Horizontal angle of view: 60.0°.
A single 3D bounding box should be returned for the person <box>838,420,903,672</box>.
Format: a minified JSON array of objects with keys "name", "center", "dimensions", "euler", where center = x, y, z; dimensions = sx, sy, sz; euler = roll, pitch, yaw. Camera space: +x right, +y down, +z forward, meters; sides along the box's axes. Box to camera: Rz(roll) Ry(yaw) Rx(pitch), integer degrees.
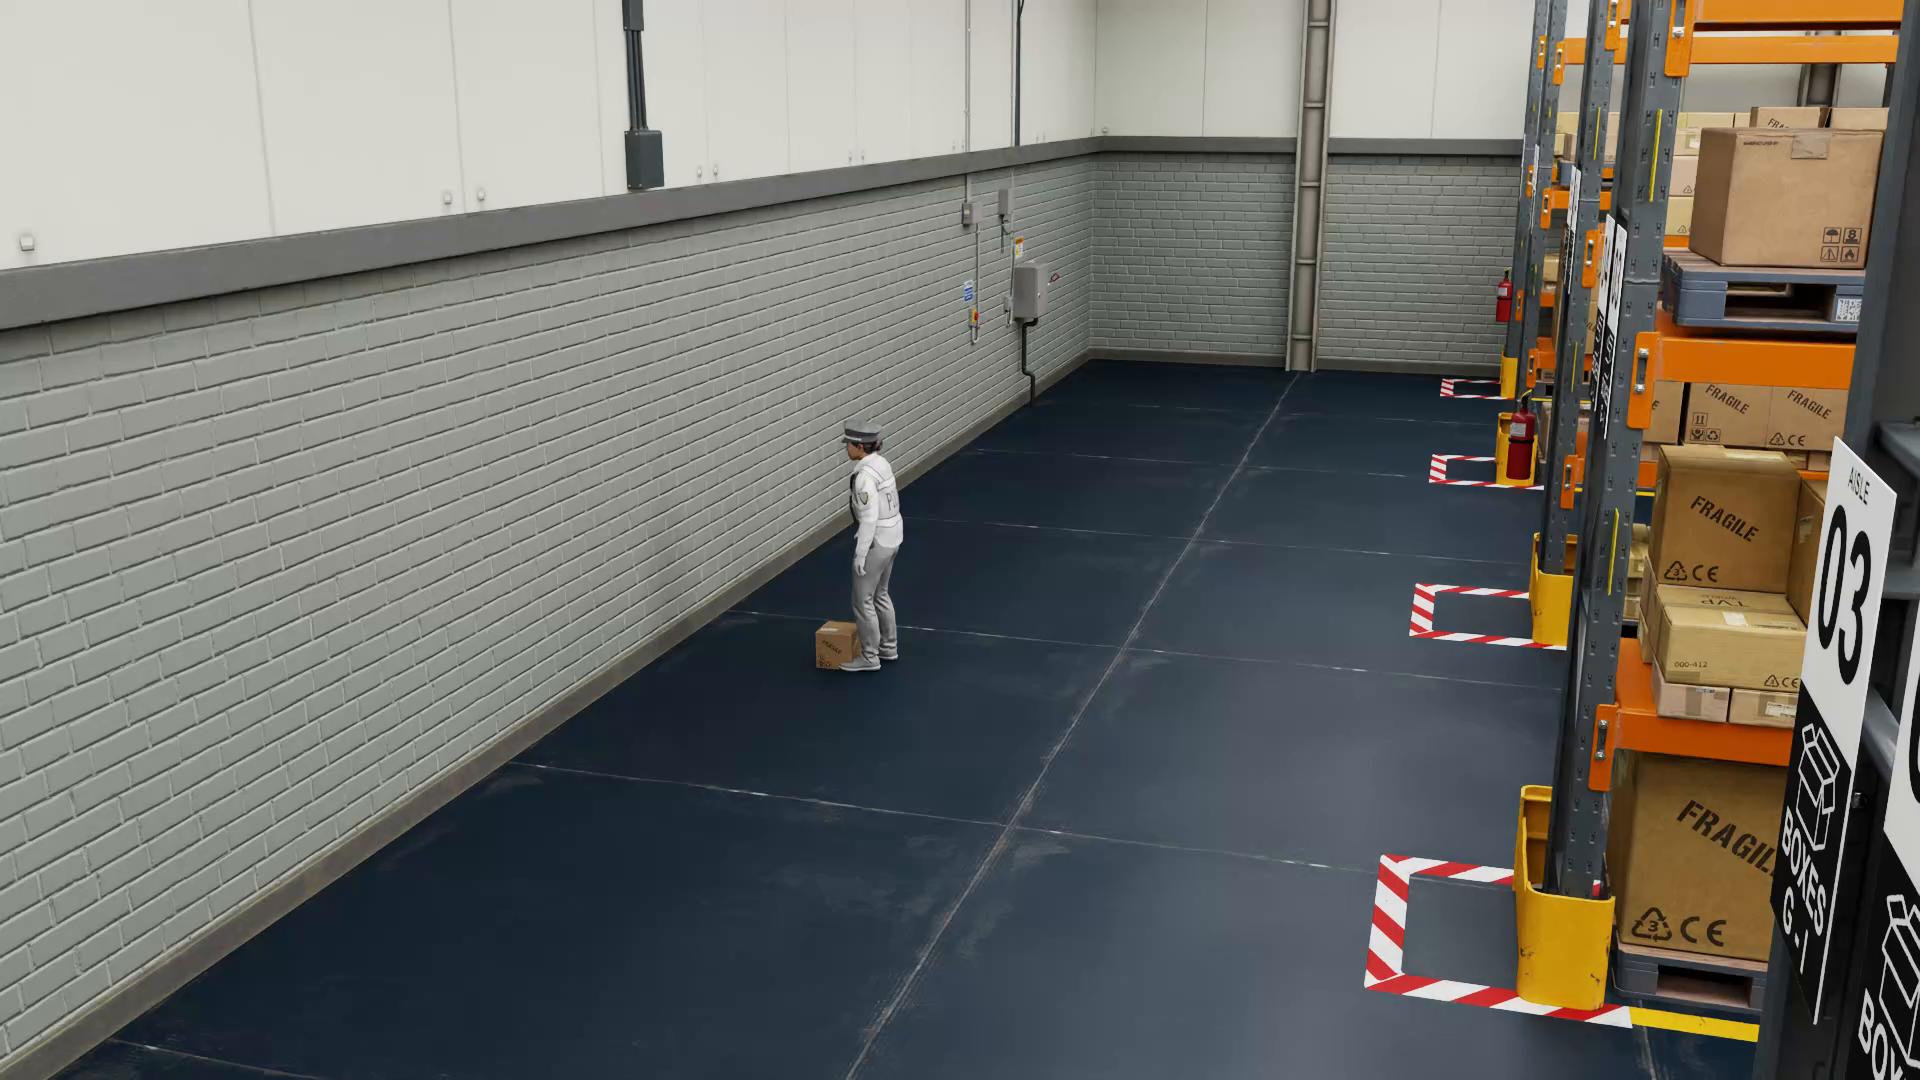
[{"name":"person","center":[-0.590,0.041,10.859],"dimensions":[0.415,1.663,0.545],"euler":[3,16,13]}]
